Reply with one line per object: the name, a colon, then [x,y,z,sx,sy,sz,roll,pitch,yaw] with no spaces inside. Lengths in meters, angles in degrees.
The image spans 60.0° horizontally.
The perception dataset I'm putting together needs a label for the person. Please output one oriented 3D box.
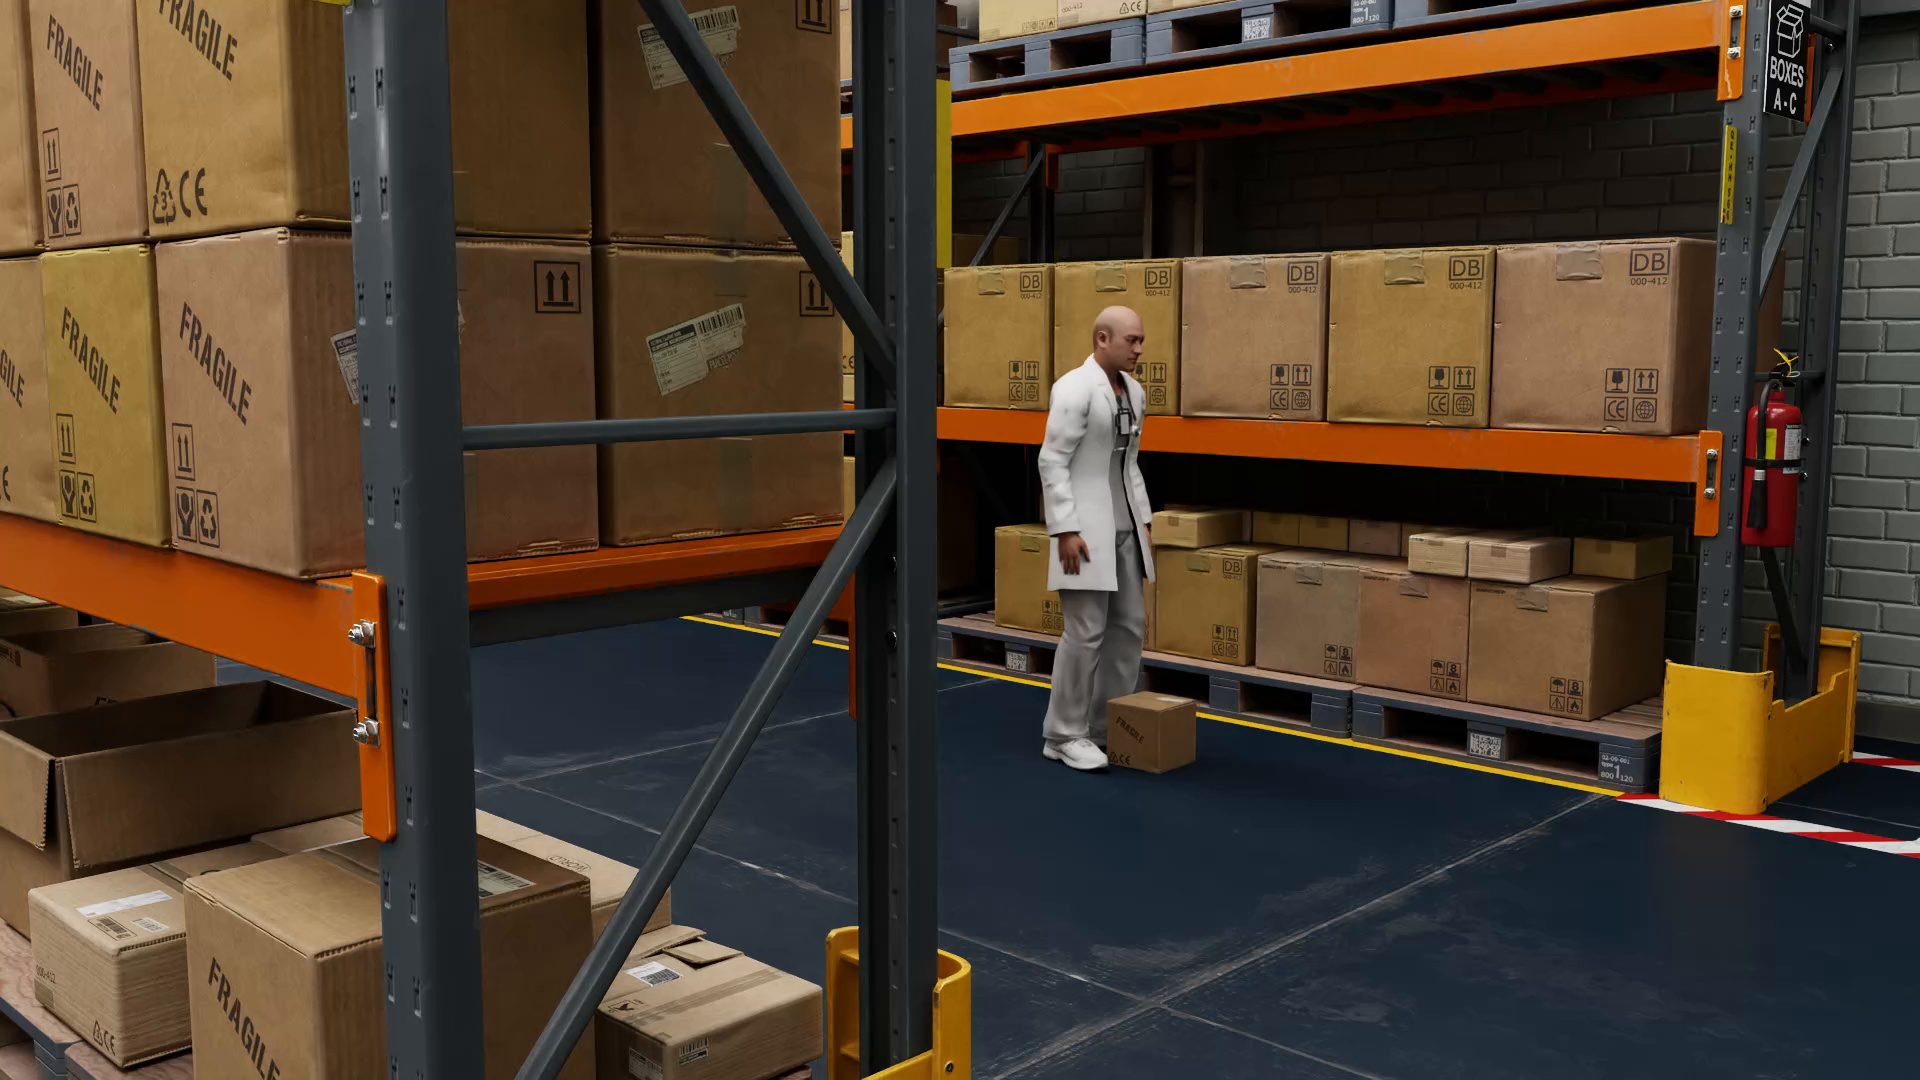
person: [0.559,-0.027,6.543,0.427,1.773,0.635,6,9,40]
